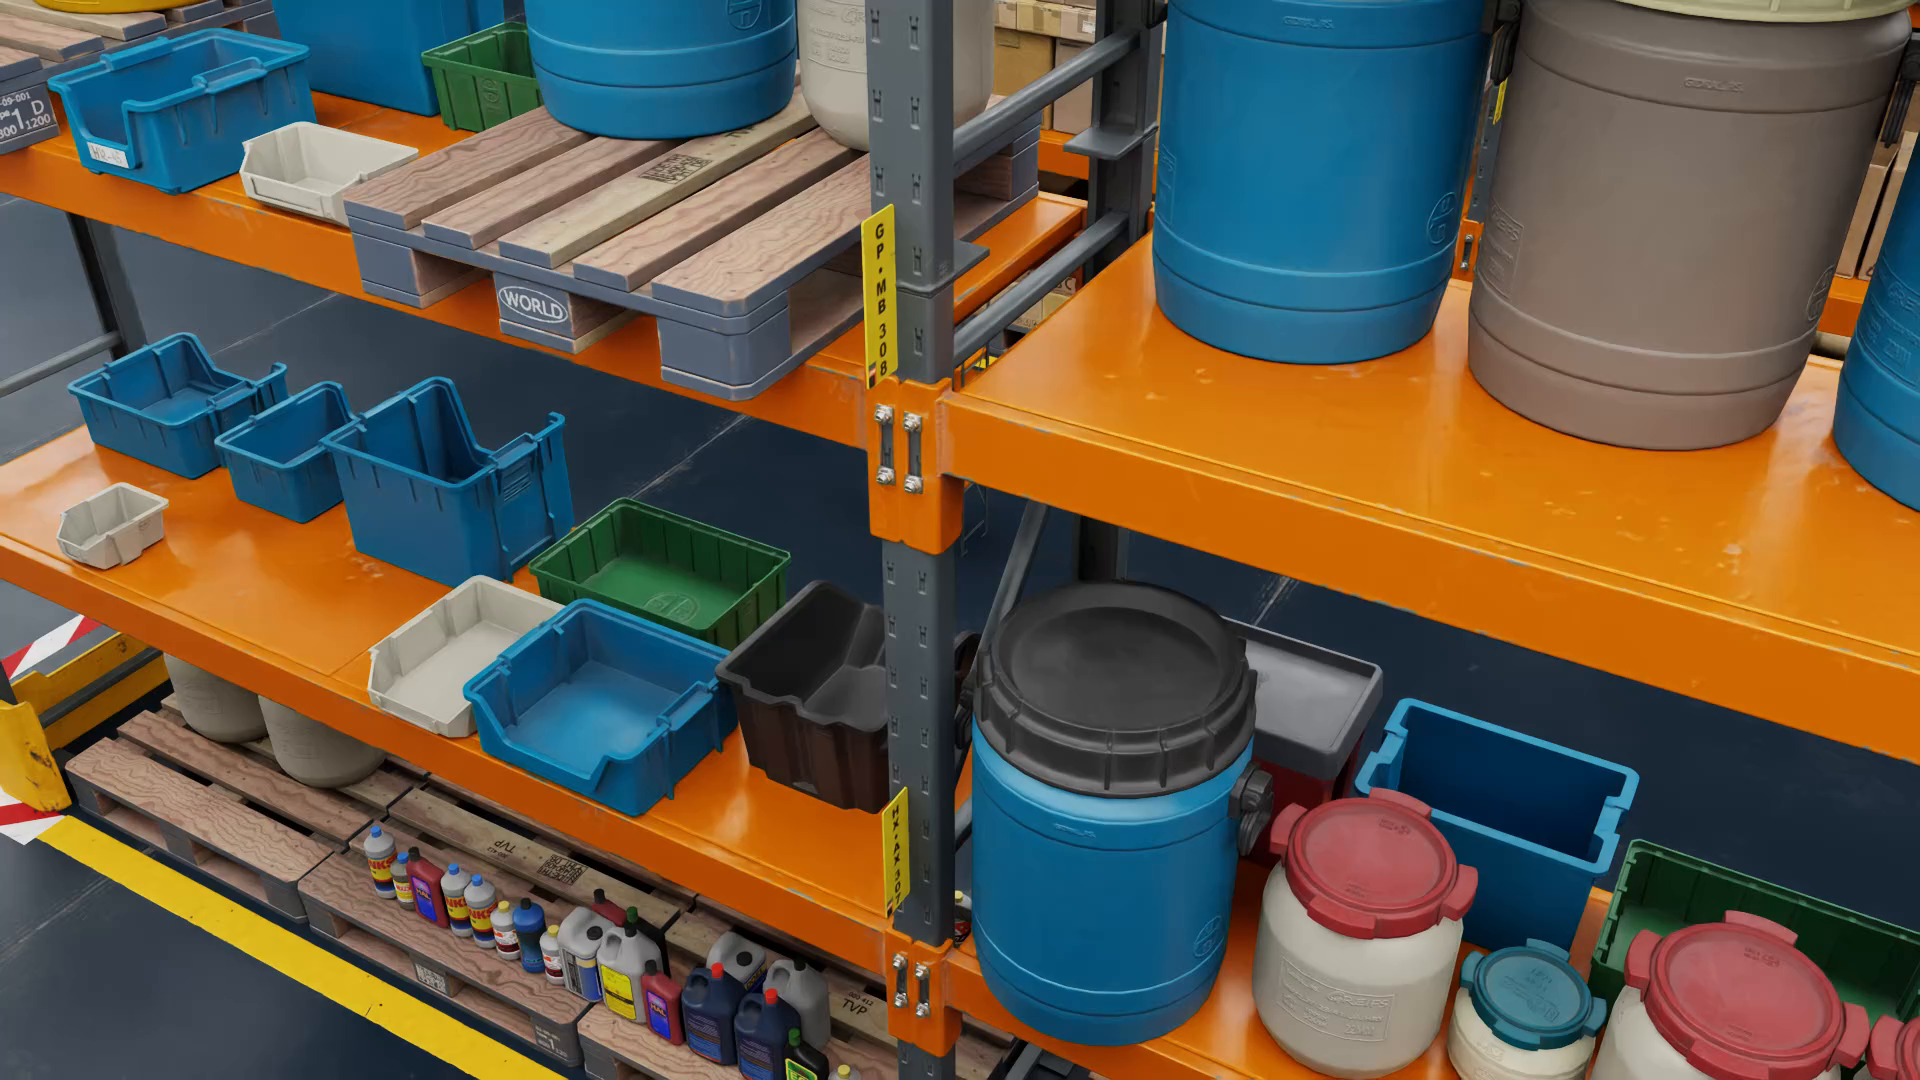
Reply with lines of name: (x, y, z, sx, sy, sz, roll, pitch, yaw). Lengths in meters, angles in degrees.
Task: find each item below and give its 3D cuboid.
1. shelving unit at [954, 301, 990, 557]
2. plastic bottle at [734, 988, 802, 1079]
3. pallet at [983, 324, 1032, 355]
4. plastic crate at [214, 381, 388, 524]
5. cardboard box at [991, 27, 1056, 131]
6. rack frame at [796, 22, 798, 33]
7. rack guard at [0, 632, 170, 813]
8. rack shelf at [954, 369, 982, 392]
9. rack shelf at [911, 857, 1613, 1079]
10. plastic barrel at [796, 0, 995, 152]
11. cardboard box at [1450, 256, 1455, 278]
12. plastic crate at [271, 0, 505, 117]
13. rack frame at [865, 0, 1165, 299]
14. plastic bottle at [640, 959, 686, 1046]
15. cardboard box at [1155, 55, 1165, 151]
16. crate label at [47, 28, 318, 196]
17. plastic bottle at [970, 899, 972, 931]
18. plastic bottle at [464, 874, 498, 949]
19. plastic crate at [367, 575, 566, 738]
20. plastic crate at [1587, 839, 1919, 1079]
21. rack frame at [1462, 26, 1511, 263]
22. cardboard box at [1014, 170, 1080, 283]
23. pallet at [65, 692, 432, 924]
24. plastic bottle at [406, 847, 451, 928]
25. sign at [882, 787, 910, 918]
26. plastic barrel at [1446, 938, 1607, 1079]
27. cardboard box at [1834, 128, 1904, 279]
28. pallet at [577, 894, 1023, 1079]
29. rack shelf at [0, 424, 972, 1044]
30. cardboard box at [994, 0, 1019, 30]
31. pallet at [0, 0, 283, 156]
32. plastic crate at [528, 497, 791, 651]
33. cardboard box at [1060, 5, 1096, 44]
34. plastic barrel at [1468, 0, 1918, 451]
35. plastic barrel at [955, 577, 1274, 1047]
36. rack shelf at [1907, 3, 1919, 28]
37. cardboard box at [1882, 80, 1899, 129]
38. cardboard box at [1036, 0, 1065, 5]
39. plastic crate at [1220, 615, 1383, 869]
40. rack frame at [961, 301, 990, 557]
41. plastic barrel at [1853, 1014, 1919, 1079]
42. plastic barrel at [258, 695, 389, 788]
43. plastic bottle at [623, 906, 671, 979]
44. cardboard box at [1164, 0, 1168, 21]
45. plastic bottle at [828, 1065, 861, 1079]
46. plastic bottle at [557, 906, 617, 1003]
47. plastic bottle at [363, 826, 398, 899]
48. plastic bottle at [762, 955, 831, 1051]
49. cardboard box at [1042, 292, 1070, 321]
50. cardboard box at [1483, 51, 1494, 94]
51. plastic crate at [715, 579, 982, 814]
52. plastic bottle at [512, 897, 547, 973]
shelving unit: (-0.013, -0.503, 7.423, 0.189, 1.200, 0.258, 18, 37, 24)
plastic bottle: (-0.562, 1.439, 4.876, 0.185, 0.351, 0.144, 17, 37, 23)
pallet: (0.868, -1.238, 9.418, 1.213, 0.211, 1.003, 18, 37, 24)
plastic crate: (-2.189, -0.305, 5.636, 0.408, 0.251, 0.499, 18, 37, 24)
cardboard box: (0.413, -2.550, 8.783, 0.500, 0.500, 0.700, 18, 38, 25)
rack frame: (-0.872, -2.925, 9.436, 0.127, 3.000, 1.000, 18, 37, 24)
rack guard: (-3.244, 0.497, 6.553, 0.348, 0.500, 1.175, 18, 37, 24)
rack shelf: (-0.013, -0.666, 7.315, 0.180, 0.103, 0.258, 18, 37, 24)
rack shelf: (1.876, 1.407, 3.579, 4.000, 0.370, 1.077, 18, 37, 24)
plastic barrel: (-0.137, -1.125, 3.547, 0.421, 0.512, 0.421, 0, 34, 0)
cardboard box: (2.353, -1.445, 8.639, 0.500, 0.500, 0.500, 18, 37, 24)
plastic crate: (-1.528, -1.404, 4.461, 0.575, 0.384, 0.392, 18, 37, 24)
rack frame: (0.140, -1.939, 2.543, 0.127, 3.000, 1.000, 18, 37, 24)
plastic bottle: (-0.891, 1.390, 5.011, 0.133, 0.283, 0.061, 20, 39, 27)
cardboard box: (1.317, -2.267, 8.358, 0.500, 0.500, 0.700, 18, 38, 25)
crate label: (-1.872, -1.055, 4.056, 0.408, 0.251, 0.502, 18, 37, 24)
plastic bottle: (0.080, 1.212, 5.288, 0.097, 0.271, 0.097, 0, 34, 0)
plastic bottle: (-1.529, 1.181, 5.335, 0.097, 0.271, 0.097, 0, 34, 0)
plastic crate: (-1.396, 0.343, 4.766, 0.437, 0.136, 0.530, 18, 37, 24)
plastic crate: (1.792, 0.989, 3.749, 0.662, 0.188, 0.450, 18, 37, 24)
rack frame: (2.601, -1.825, 7.784, 0.127, 3.000, 1.000, 18, 37, 24)
cardboard box: (0.359, -1.745, 9.089, 0.500, 0.500, 0.500, 18, 37, 24)
pallet: (-2.541, 0.843, 6.294, 1.213, 0.211, 1.003, 18, 37, 24)
plastic bottle: (-1.726, 1.125, 5.408, 0.133, 0.283, 0.061, 18, 38, 25)
sign: (-0.143, 0.705, 3.736, 0.005, 0.325, 0.100, 18, 37, 24)
plastic barrel: (1.213, 1.053, 3.587, 0.301, 0.262, 0.301, 0, 34, 0)
cardboard box: (3.717, -1.502, 7.210, 0.500, 0.500, 0.500, 20, 39, 28)
pallet: (-0.423, 1.514, 5.286, 1.213, 0.211, 1.003, 18, 37, 24)
rack shelf: (-1.597, 0.307, 5.231, 4.000, 0.370, 1.077, 18, 37, 24)
cardboard box: (0.259, -2.742, 8.485, 0.250, 0.149, 0.380, 16, 37, 23)
pallet: (-2.663, -1.437, 4.666, 1.213, 0.211, 1.003, 18, 37, 24)
plastic crate: (-0.899, 0.137, 5.029, 0.662, 0.188, 0.450, 18, 37, 24)
cardboard box: (0.696, -2.602, 8.275, 0.250, 0.149, 0.380, 18, 38, 25)
plastic barrel: (1.257, -0.684, 2.912, 0.600, 0.901, 0.600, 0, 34, 0)
plastic barrel: (0.325, 0.601, 3.688, 0.708, 0.901, 0.600, 18, 37, 24)
rack shelf: (6.792, -3.360, 10.739, 4.000, 0.370, 1.077, 18, 37, 24)
cardboard box: (6.176, -3.040, 11.467, 0.500, 0.500, 0.700, 17, 37, 23)
cardboard box: (0.470, -3.077, 8.404, 0.500, 0.500, 0.700, 18, 38, 25)
plastic crate: (0.712, 0.517, 4.209, 0.583, 0.464, 0.402, 18, 37, 24)
rack frame: (0.067, -0.478, 7.386, 0.006, 1.200, 0.240, 18, 37, 24)
plastic barrel: (1.874, 1.191, 3.133, 0.433, 0.535, 0.433, 0, 34, 0)
plastic barrel: (-2.289, 0.601, 6.007, 0.421, 0.512, 0.421, 0, 34, 0)
plastic bottle: (-0.981, 1.269, 5.192, 0.133, 0.283, 0.061, 18, 37, 24)
cardboard box: (1.338, -2.802, 7.990, 0.500, 0.500, 0.700, 18, 37, 24)
plastic bottle: (-0.330, 1.590, 4.784, 0.097, 0.201, 0.097, 0, 34, 0)
plastic bottle: (-1.149, 1.282, 5.179, 0.135, 0.276, 0.152, 18, 38, 25)
plastic bottle: (-1.914, 1.059, 5.518, 0.097, 0.271, 0.097, 0, 34, 0)
plastic bottle: (-0.491, 1.370, 4.980, 0.185, 0.351, 0.144, 18, 37, 24)
cardboard box: (0.785, -1.287, 9.079, 0.500, 0.250, 0.500, 18, 37, 24)
cardboard box: (2.258, -2.108, 7.534, 0.250, 0.149, 0.380, 18, 37, 24)
plastic crate: (-0.252, 0.379, 4.531, 0.504, 0.338, 0.767, 18, 37, 24)
plastic bottle: (-1.353, 1.237, 5.251, 0.097, 0.271, 0.097, 0, 34, 0)
